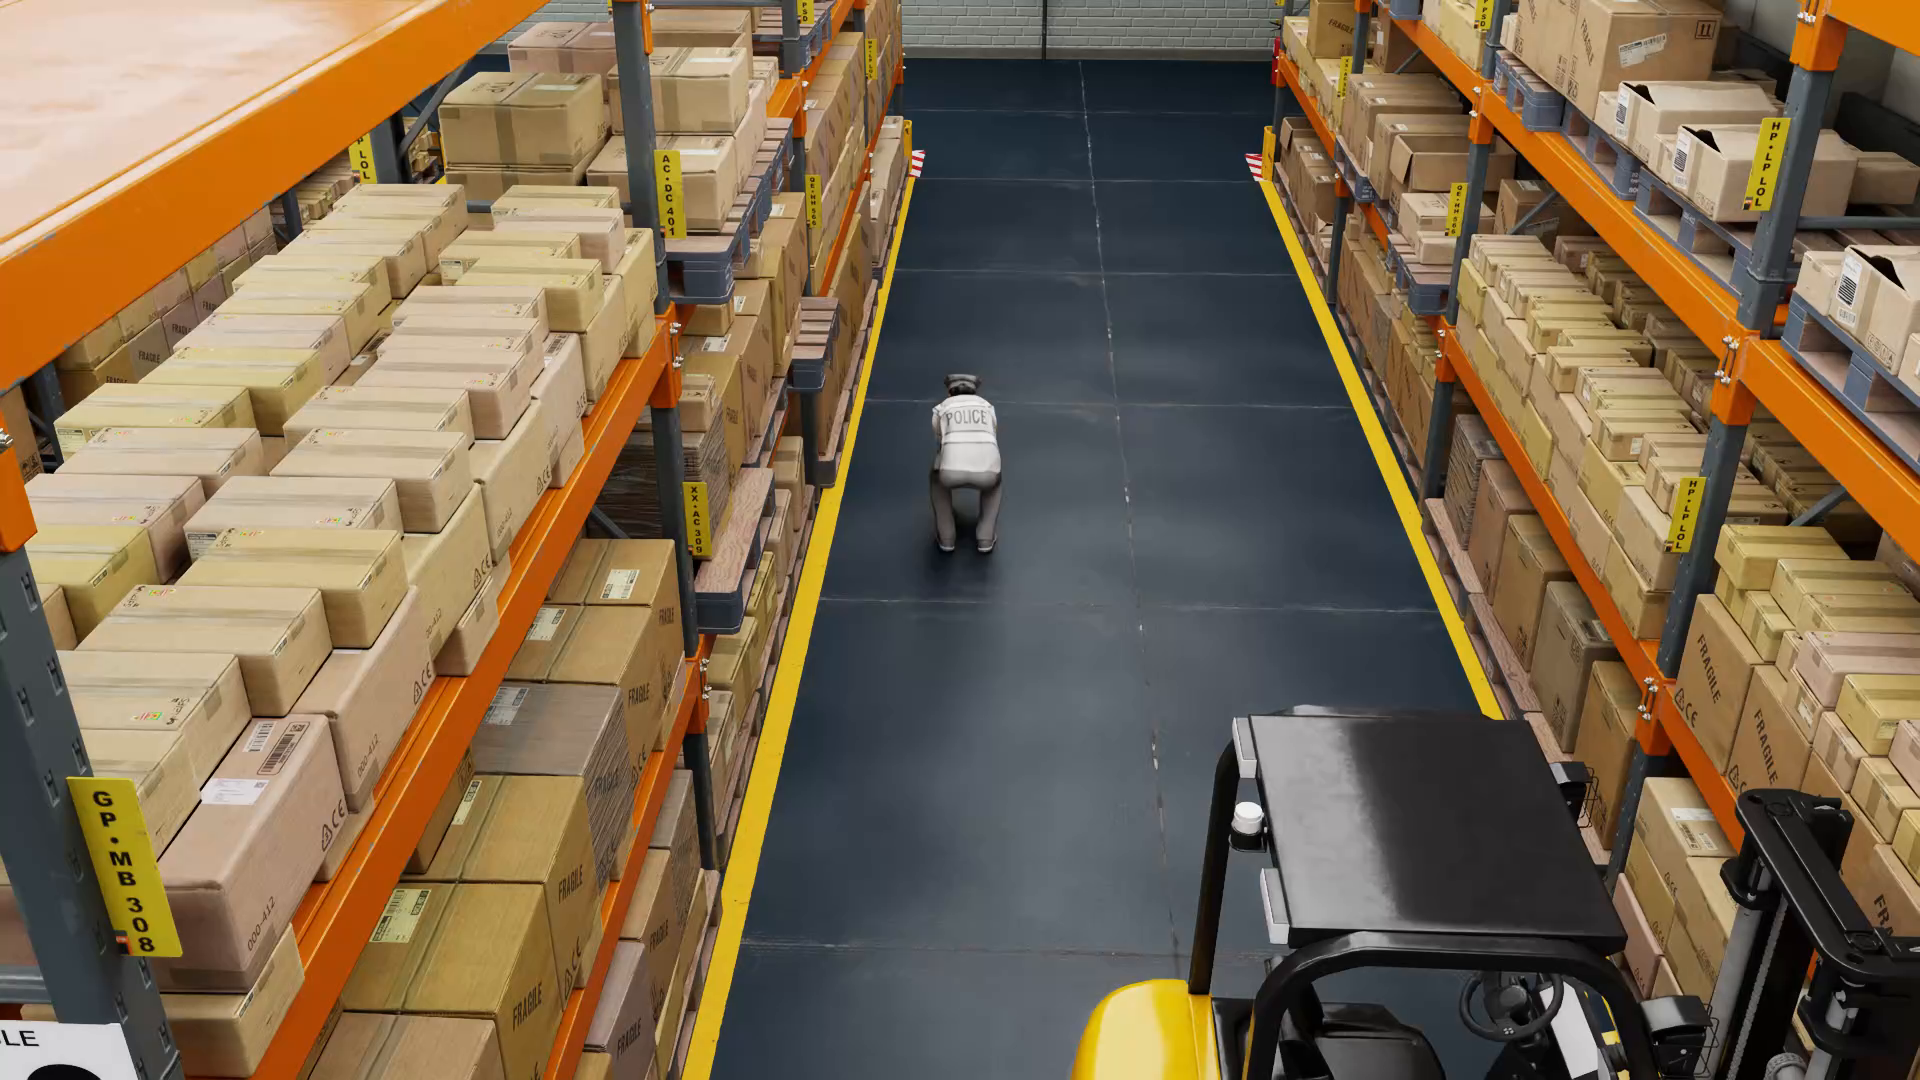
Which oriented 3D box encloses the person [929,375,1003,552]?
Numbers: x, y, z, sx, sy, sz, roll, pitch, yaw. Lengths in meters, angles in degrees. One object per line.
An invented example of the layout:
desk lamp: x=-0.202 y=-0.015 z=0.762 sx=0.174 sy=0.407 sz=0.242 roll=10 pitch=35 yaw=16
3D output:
person: x=0.038 y=-0.482 z=10.480 sx=0.470 sy=0.977 sz=0.912 roll=0 pitch=28 yaw=0
